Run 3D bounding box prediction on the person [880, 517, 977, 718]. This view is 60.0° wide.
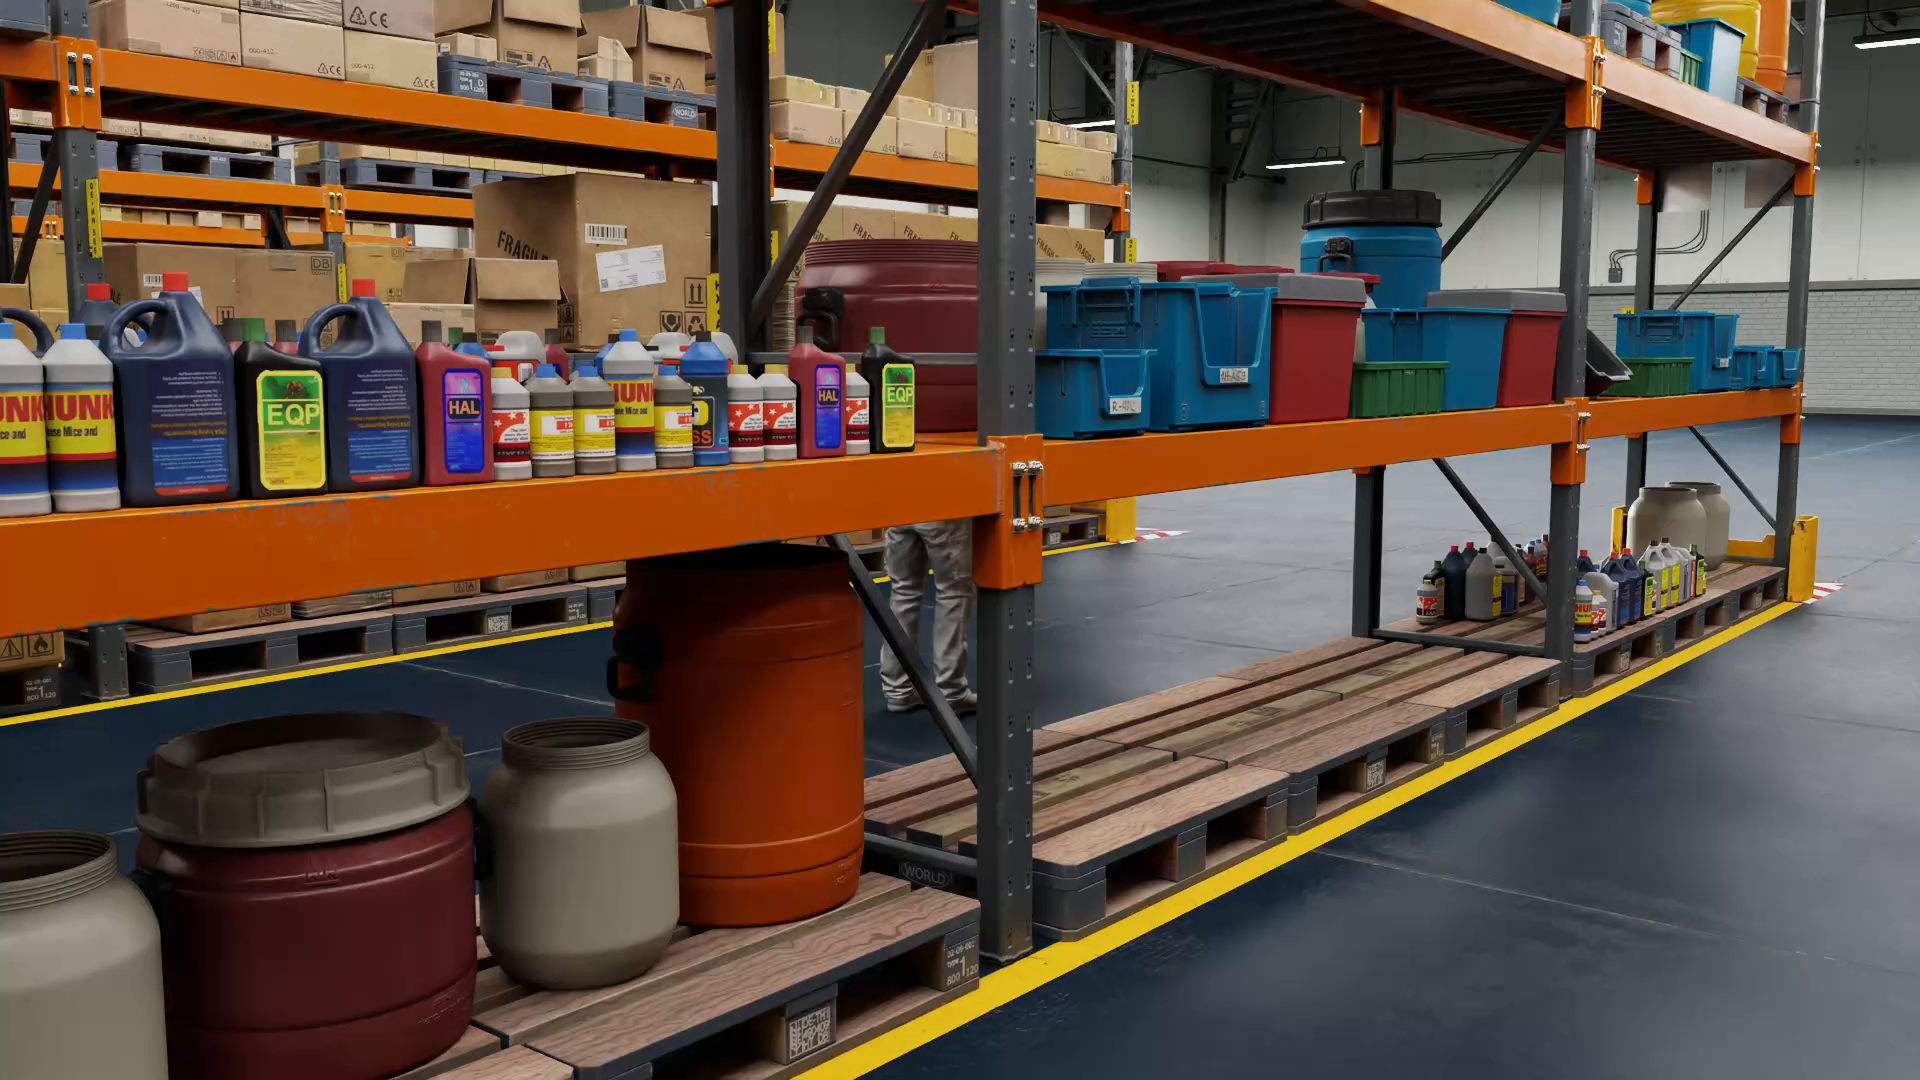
[{"bbox_3d":[-0.088,-0.161,7.038,0.494,1.782,0.579,5,8,38],"label":"person"}]
